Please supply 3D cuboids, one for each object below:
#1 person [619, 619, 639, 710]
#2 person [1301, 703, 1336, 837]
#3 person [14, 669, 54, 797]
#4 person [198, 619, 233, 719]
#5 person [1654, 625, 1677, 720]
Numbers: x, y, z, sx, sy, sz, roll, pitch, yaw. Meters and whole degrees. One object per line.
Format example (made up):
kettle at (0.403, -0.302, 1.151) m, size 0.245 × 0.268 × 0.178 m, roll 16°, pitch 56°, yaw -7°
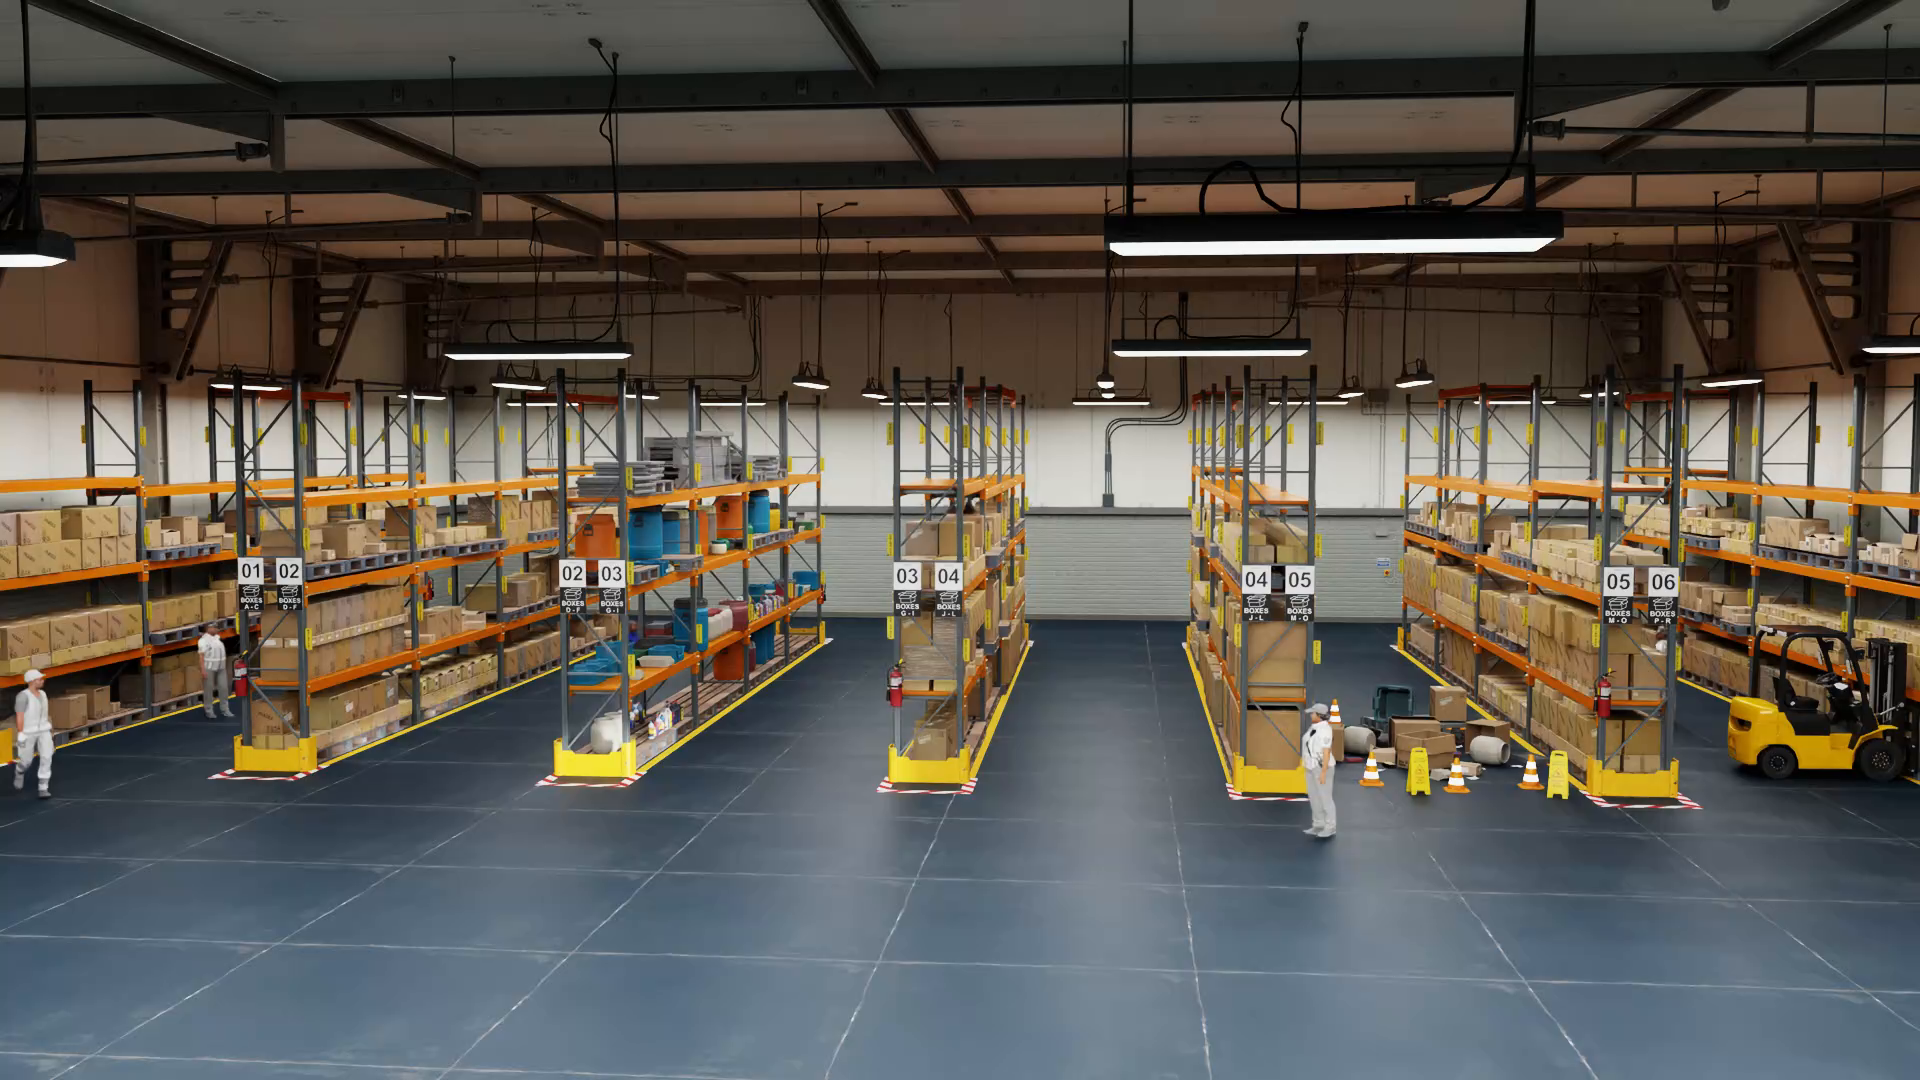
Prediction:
person at (-5.992, 2.335, 30.406) m, size 0.407 × 1.572 × 0.509 m, roll 2°, pitch 4°, yaw 33°
person at (4.491, 2.889, 20.810) m, size 0.435 × 1.694 × 0.567 m, roll -1°, pitch 4°, yaw -14°
person at (-12.895, 2.674, 23.114) m, size 0.748 × 1.766 × 0.500 m, roll 4°, pitch 5°, yaw 45°
person at (-13.296, 2.287, 29.612) m, size 0.424 × 1.777 × 0.591 m, roll 2°, pitch 4°, yaw 34°
person at (12.366, 2.348, 29.318) m, size 0.572 × 1.698 × 0.761 m, roll 0°, pitch 4°, yaw 0°
